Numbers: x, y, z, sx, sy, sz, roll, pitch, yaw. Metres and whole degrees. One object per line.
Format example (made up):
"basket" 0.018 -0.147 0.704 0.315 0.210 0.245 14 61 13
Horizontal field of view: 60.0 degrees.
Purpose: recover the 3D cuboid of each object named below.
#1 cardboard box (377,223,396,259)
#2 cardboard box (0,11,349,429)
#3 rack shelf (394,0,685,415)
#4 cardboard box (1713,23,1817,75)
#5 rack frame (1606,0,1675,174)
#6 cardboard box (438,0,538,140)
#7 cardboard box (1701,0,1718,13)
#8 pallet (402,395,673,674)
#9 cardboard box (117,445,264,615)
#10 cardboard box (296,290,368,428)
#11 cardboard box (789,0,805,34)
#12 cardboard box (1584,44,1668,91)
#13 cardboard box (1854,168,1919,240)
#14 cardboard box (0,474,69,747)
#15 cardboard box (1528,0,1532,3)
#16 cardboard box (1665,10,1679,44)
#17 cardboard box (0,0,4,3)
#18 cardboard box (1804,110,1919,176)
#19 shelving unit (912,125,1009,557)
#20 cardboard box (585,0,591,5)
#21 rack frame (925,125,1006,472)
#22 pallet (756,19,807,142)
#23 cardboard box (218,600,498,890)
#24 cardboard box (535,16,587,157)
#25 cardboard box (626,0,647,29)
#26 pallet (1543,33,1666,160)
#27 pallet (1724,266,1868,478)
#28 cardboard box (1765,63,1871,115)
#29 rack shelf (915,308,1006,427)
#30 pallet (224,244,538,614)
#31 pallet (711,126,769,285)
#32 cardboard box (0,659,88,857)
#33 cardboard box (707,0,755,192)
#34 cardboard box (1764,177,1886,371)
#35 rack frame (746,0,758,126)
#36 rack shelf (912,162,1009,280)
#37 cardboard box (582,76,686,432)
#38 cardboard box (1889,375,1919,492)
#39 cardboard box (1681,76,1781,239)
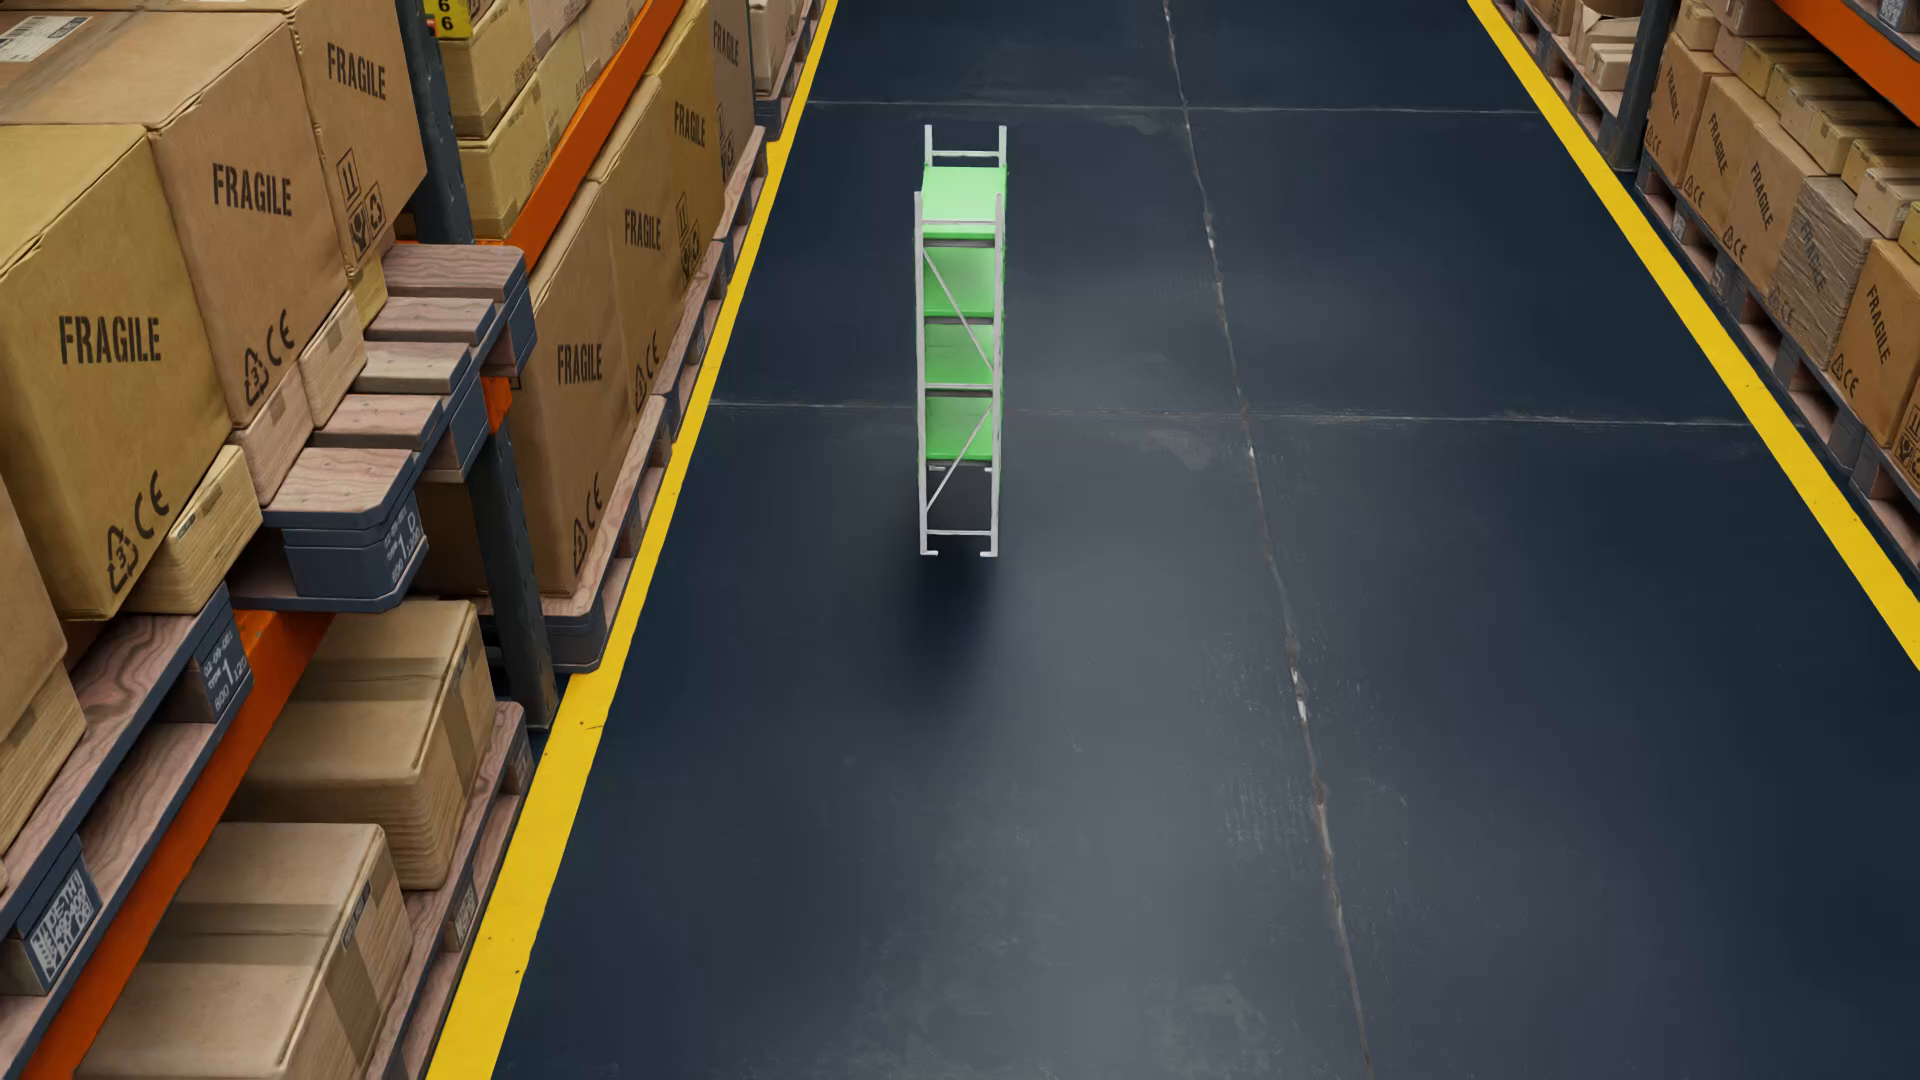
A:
"cardboard box" -1.389 -0.628 3.389 0.380 0.149 0.250 3 35 4
"cardboard box" -1.362 -0.523 2.674 0.500 0.500 0.500 1 35 1
"rack shelf" -1.531 -1.608 5.555 1.077 0.370 4.000 1 35 2
"cardboard box" 3.295 -1.992 6.721 0.380 0.149 0.250 0 35 1
"rack frame" 3.509 -2.939 6.823 1.000 3.000 0.127 1 35 2
"cardboard box" -1.344 -1.182 4.018 0.500 0.250 0.500 1 35 2
"cardboard box" 3.290 -2.274 6.862 0.380 0.149 0.250 1 35 1
"pallet" -1.504 -0.063 5.157 1.003 0.211 1.213 1 35 2
"cardboard box" -1.308 -0.024 2.529 0.380 0.149 0.250 2 35 3
"cardboard box" -1.293 -0.327 2.960 0.380 0.149 0.250 1 35 1
"cardboard box" -1.283 -3.047 8.840 0.875 0.438 0.875 0 35 0
"cardboard box" 3.238 -2.271 7.987 0.380 0.149 0.250 0 35 0
"cardboard box" 3.197 -1.106 5.459 0.380 0.149 0.250 0 35 0
"cardboard box" -1.404 0.081 1.815 0.500 0.500 0.500 0 35 0
"cardboard box" 3.356 -3.245 9.067 0.500 0.500 0.500 2 35 3
"cardboard box" 3.789 -2.567 8.409 0.380 0.149 0.250 1 35 1
"cardboard box" -1.861 -0.834 3.118 0.500 0.500 0.500 0 35 1
"cardboard box" 3.239 -1.402 5.880 0.380 0.149 0.250 3 35 4
"shelving unit" 0.007 -0.586 5.040 0.258 1.200 0.503 1 35 2
"cardboard box" -1.290 -1.765 4.848 0.500 0.250 0.500 1 35 2
"rack frame" 0.016 -0.726 5.240 0.240 1.200 0.015 1 35 2
"pallet" -1.342 -2.345 8.404 1.003 0.211 1.213 1 35 2
"cardboard box" -1.644 0.475 3.886 0.950 0.372 0.625 -1 35 -1
"cardboard box" -1.337 -1.263 4.568 0.500 0.250 0.500 0 35 1
"cardboard box" -1.294 -1.847 5.400 0.500 0.250 0.500 1 35 2
"pallet" 3.538 -2.192 8.186 1.003 0.211 1.213 1 35 2
"pallet" 3.468 -0.627 5.958 1.003 0.211 1.213 1 35 2
"cardboard box" 3.299 -1.687 6.286 0.380 0.149 0.250 1 35 1
"rack shelf" 0.007 -0.534 5.077 0.258 0.148 0.480 1 35 2
"pallet" -1.533 -0.263 3.182 1.213 0.211 1.003 1 35 2
"pallet" -1.406 -1.465 7.151 1.003 0.211 1.213 1 35 2
"cardboard box" -1.372 0.264 2.119 0.380 0.149 0.250 0 35 0
"cardboard box" -1.396 -1.996 6.964 0.875 0.875 0.875 2 35 3
"cardboard box" 3.202 -0.925 5.765 0.500 0.500 0.500 0 35 0
"rack frame" -1.451 -3.051 6.983 1.000 3.000 0.127 1 35 2
"rack shelf" 0.007 -0.926 4.801 0.258 0.148 0.480 1 35 2
"cardboard box" -1.460 -0.963 5.494 0.875 0.875 0.875 2 35 2
"cardboard box" 3.181 -0.325 4.912 0.500 0.500 0.500 1 35 1
"cardboard box" 3.253 -1.509 6.597 0.500 0.500 0.500 1 35 1
